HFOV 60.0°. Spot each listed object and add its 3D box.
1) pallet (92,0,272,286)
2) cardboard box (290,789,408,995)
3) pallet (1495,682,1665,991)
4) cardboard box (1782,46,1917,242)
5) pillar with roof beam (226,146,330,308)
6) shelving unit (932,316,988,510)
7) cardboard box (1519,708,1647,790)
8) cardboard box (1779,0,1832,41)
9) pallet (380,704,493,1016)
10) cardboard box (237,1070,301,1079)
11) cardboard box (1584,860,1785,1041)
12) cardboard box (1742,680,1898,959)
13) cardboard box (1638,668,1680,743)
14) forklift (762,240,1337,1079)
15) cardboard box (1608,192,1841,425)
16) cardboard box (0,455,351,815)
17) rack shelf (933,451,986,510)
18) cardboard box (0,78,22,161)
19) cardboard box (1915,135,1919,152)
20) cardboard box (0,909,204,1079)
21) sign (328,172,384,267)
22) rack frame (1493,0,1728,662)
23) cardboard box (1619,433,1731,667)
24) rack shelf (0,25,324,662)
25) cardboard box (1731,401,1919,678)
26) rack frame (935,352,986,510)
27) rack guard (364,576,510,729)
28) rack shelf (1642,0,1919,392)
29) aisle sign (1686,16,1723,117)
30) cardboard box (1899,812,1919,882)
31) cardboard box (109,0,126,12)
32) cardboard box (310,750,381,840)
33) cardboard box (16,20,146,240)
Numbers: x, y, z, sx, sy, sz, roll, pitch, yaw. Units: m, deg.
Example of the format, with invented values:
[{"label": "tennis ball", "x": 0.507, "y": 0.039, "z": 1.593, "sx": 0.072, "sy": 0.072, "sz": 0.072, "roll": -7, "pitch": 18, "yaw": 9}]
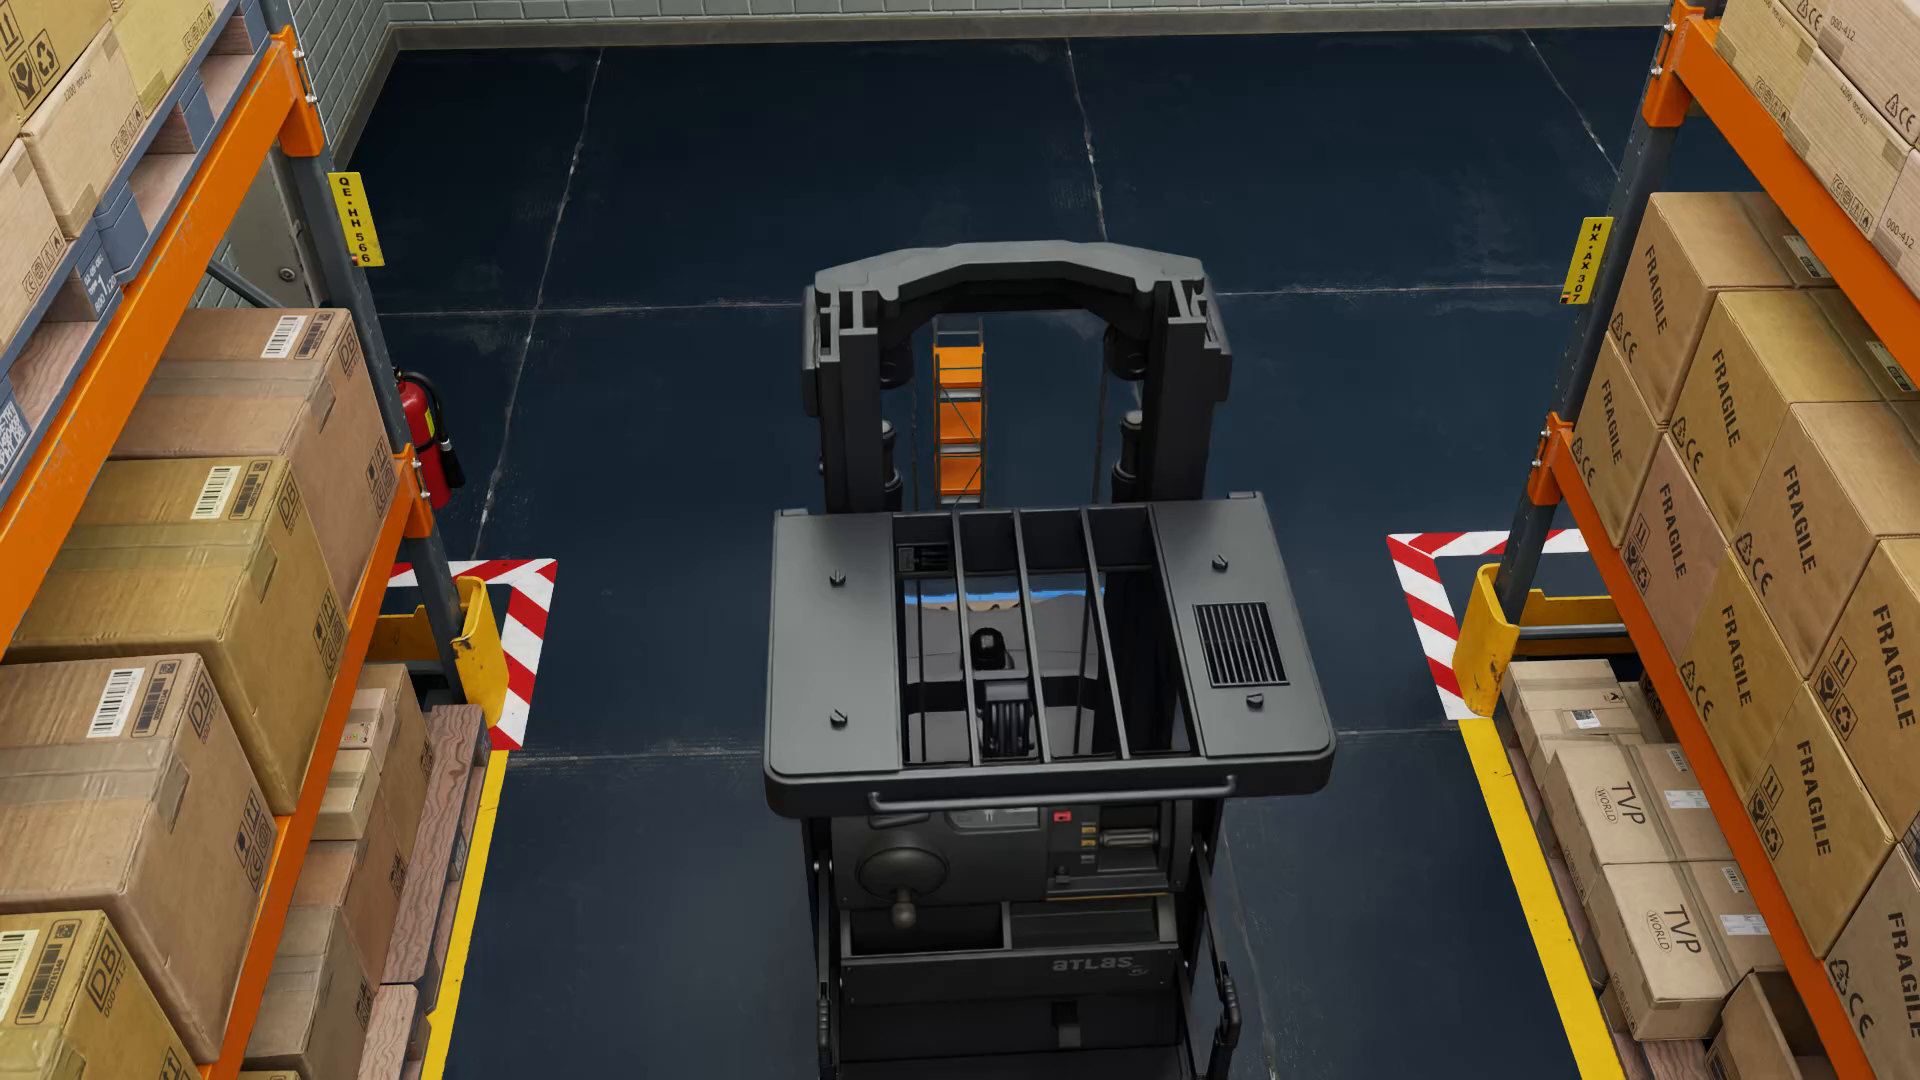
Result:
[{"label": "pallet", "x": -2.339, "y": -1.024, "z": 3.993, "sx": 1.003, "sy": 0.211, "sz": 1.213, "roll": -2, "pitch": 43, "yaw": -2}, {"label": "cardboard box", "x": -2.230, "y": 1.123, "z": 5.345, "sx": 0.700, "sy": 0.500, "sz": 0.500, "roll": -2, "pitch": 43, "yaw": -2}, {"label": "pallet", "x": 2.606, "y": 1.021, "z": 5.980, "sx": 1.003, "sy": 0.211, "sz": 1.213, "roll": -2, "pitch": 43, "yaw": -2}, {"label": "cardboard box", "x": 2.344, "y": -0.955, "z": 3.963, "sx": 0.500, "sy": 0.250, "sz": 0.500, "roll": -2, "pitch": 43, "yaw": -2}, {"label": "pillar with roof beam", "x": 0.941, "y": -4.585, "z": 5.592, "sx": 9.100, "sy": 9.000, "sz": 0.400, "roll": -2, "pitch": 43, "yaw": -2}, {"label": "shelving unit", "x": -0.002, "y": -0.423, "z": 6.935, "sx": 0.215, "sy": 1.050, "sz": 0.252, "roll": -2, "pitch": 43, "yaw": -2}, {"label": "cardboard box", "x": 2.253, "y": 0.747, "z": 5.986, "sx": 0.380, "sy": 0.166, "sz": 0.250, "roll": -2, "pitch": 43, "yaw": -2}, {"label": "cardboard box", "x": 2.329, "y": -1.477, "z": 4.162, "sx": 0.500, "sy": 0.250, "sz": 0.500, "roll": -2, "pitch": 43, "yaw": -2}, {"label": "pallet", "x": -2.269, "y": 1.114, "z": 5.879, "sx": 1.003, "sy": 0.211, "sz": 1.213, "roll": -2, "pitch": 43, "yaw": -2}, {"label": "cardboard box", "x": -2.178, "y": 1.822, "z": 4.582, "sx": 0.700, "sy": 0.500, "sz": 0.500, "roll": -1, "pitch": 43, "yaw": -1}, {"label": "cardboard box", "x": 2.350, "y": 1.305, "z": 5.315, "sx": 0.500, "sy": 0.250, "sz": 0.500, "roll": -2, "pitch": 43, "yaw": -2}, {"label": "cardboard box", "x": 2.388, "y": 0.699, "z": 4.194, "sx": 0.500, "sy": 0.500, "sz": 0.500, "roll": -1, "pitch": 43, "yaw": -1}, {"label": "cardboard box", "x": 2.837, "y": 0.523, "z": 5.984, "sx": 0.500, "sy": 0.500, "sz": 0.500, "roll": -2, "pitch": 43, "yaw": -2}, {"label": "forklift", "x": 0.149, "y": 0.875, "z": 4.127, "sx": 1.130, "sy": 2.935, "sz": 3.031, "roll": -2, "pitch": 43, "yaw": -3}, {"label": "cardboard box", "x": 2.323, "y": -0.695, "z": 4.974, "sx": 0.500, "sy": 0.500, "sz": 0.500, "roll": 0, "pitch": 43, "yaw": 0}, {"label": "cardboard box", "x": -2.308, "y": 0.273, "z": 4.511, "sx": 0.980, "sy": 0.700, "sz": 0.700, "roll": -2, "pitch": 43, "yaw": -2}, {"label": "rack shelf", "x": -0.002, "y": -0.210, "z": 7.130, "sx": 0.215, "sy": 0.259, "sz": 0.240, "roll": -2, "pitch": 43, "yaw": -2}, {"label": "cardboard box", "x": -2.037, "y": -0.794, "z": 2.847, "sx": 0.500, "sy": 0.500, "sz": 0.500, "roll": -3, "pitch": 43, "yaw": -4}, {"label": "cardboard box", "x": 2.371, "y": -0.802, "z": 3.426, "sx": 0.500, "sy": 0.250, "sz": 0.500, "roll": -2, "pitch": 43, "yaw": -2}, {"label": "cardboard box", "x": -2.244, "y": 1.279, "z": 3.413, "sx": 0.980, "sy": 0.700, "sz": 0.700, "roll": -3, "pitch": 43, "yaw": -3}, {"label": "sign", "x": -1.839, "y": -0.972, "z": 5.058, "sx": 0.100, "sy": 0.325, "sz": 0.005, "roll": -2, "pitch": 43, "yaw": -2}, {"label": "rack frame", "x": 2.568, "y": -0.596, "z": 5.681, "sx": 1.000, "sy": 3.000, "sz": 0.127, "roll": -2, "pitch": 43, "yaw": -2}, {"label": "cardboard box", "x": 2.350, "y": 0.022, "z": 4.932, "sx": 0.500, "sy": 0.500, "sz": 0.500, "roll": -2, "pitch": 43, "yaw": -2}, {"label": "rack shelf", "x": -2.296, "y": 0.058, "z": 3.279, "sx": 1.077, "sy": 0.370, "sz": 4.000, "roll": -2, "pitch": 43, "yaw": -2}, {"label": "cardboard box", "x": 2.369, "y": -0.004, "z": 4.220, "sx": 0.500, "sy": 0.500, "sz": 0.500, "roll": -1, "pitch": 43, "yaw": -1}, {"label": "rack frame", "x": 0.003, "y": -0.341, "z": 6.845, "sx": 0.200, "sy": 1.050, "sz": 0.008, "roll": -2, "pitch": 43, "yaw": -2}, {"label": "rack guard", "x": -2.382, "y": 0.454, "z": 6.385, "sx": 1.175, "sy": 0.500, "sz": 0.348, "roll": -2, "pitch": 43, "yaw": -2}, {"label": "rack shelf", "x": 2.653, "y": -0.087, "z": 3.437, "sx": 1.077, "sy": 0.370, "sz": 4.000, "roll": -2, "pitch": 43, "yaw": -2}, {"label": "aisle sign", "x": 2.271, "y": -1.592, "z": 4.843, "sx": 0.394, "sy": 0.787, "sz": 0.004, "roll": -2, "pitch": 43, "yaw": -2}, {"label": "cardboard box", "x": 2.412, "y": 0.679, "z": 3.476, "sx": 0.500, "sy": 0.500, "sz": 0.500, "roll": -1, "pitch": 43, "yaw": -1}, {"label": "cardboard box", "x": -2.078, "y": -1.484, "z": 3.600, "sx": 0.500, "sy": 0.500, "sz": 0.500, "roll": -2, "pitch": 43, "yaw": -2}, {"label": "cardboard box", "x": -2.053, "y": 0.800, "z": 5.217, "sx": 0.380, "sy": 0.149, "sz": 0.250, "roll": -1, "pitch": 43, "yaw": -1}, {"label": "cardboard box", "x": -2.062, "y": -0.856, "z": 3.470, "sx": 0.500, "sy": 0.250, "sz": 0.500, "roll": -3, "pitch": 43, "yaw": -3}]
